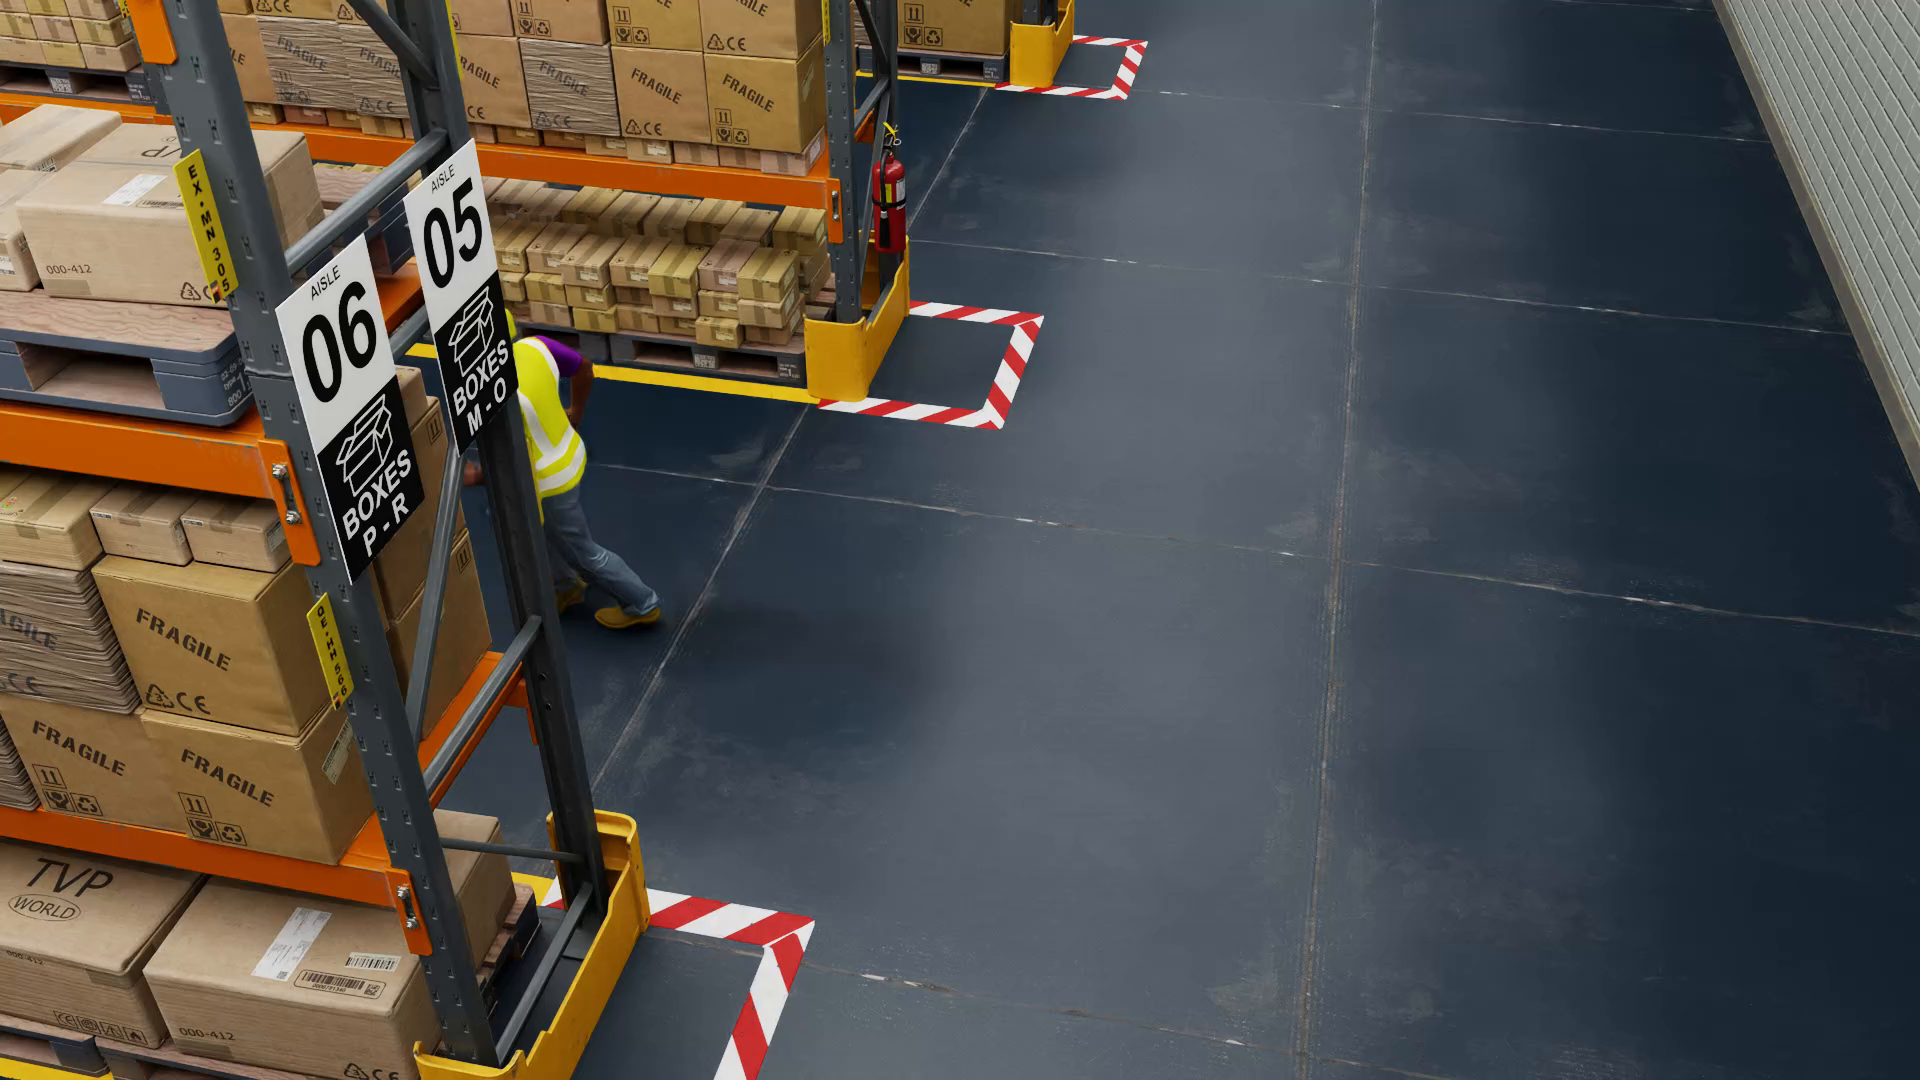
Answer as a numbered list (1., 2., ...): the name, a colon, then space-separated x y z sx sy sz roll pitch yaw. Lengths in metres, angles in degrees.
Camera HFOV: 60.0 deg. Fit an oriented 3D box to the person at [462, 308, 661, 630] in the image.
1. person: -1.819 -0.298 7.412 0.829 1.717 0.708 1 36 1
